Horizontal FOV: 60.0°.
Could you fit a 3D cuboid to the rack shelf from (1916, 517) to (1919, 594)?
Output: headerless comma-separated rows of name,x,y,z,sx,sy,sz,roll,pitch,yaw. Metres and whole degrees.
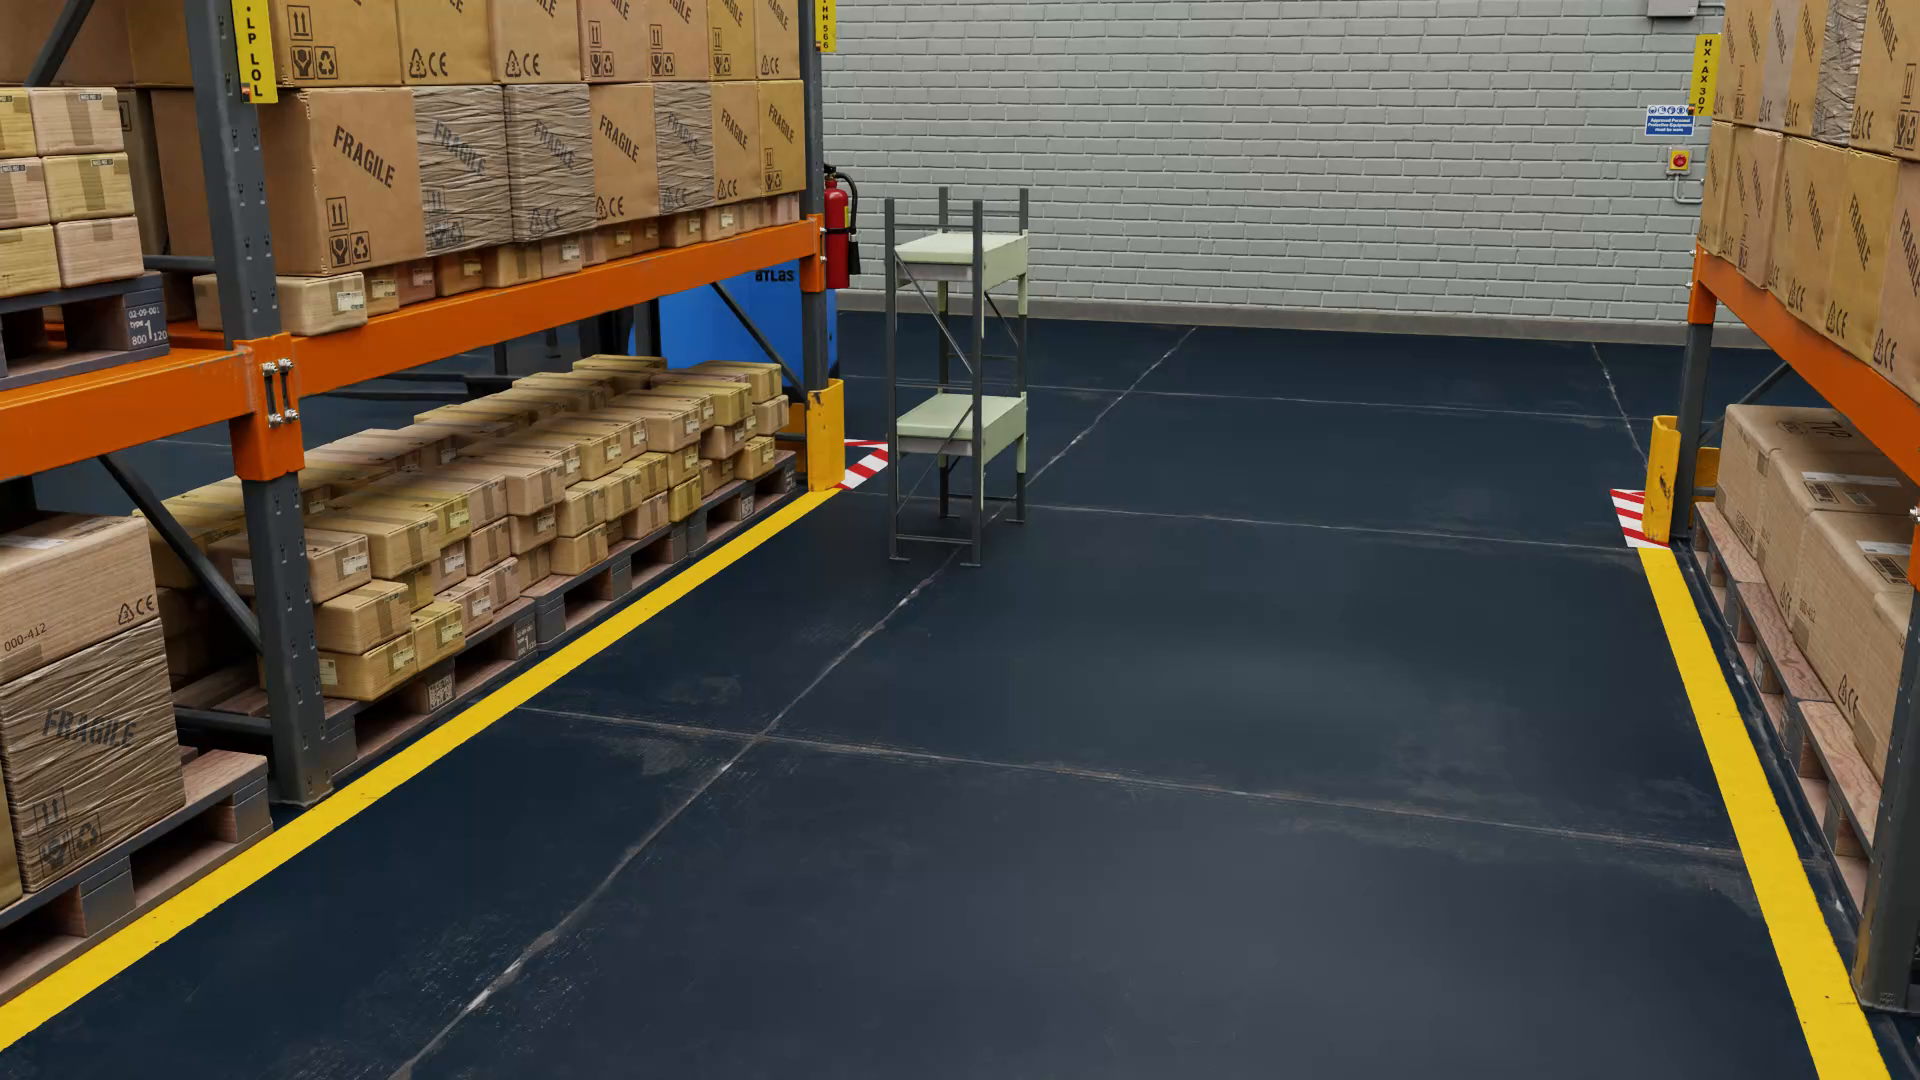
rack shelf,1.916,0.487,1.433,1.077,0.370,4.000,5,16,16

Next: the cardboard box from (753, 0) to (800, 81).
cardboard box,-1.045,-2.319,7.448,0.500,0.500,0.500,4,16,15

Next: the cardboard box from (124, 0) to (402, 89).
cardboard box,-1.928,-1.511,4.599,0.500,0.500,0.500,5,17,17

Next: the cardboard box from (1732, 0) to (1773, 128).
cardboard box,3.071,-1.719,5.876,0.500,0.500,0.500,4,16,14

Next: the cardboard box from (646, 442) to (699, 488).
cardboard box,-1.311,-0.327,6.894,0.380,0.149,0.250,5,17,17

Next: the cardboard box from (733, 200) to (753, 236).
cardboard box,-1.139,-1.429,7.331,0.380,0.149,0.250,4,16,15

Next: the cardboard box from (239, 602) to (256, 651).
cardboard box,-2.351,0.239,5.443,0.380,0.149,0.250,5,17,17

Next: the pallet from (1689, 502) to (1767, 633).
pallet,3.469,0.128,6.491,1.003,0.211,1.213,5,16,16

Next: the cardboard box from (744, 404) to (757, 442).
cardboard box,-1.156,-0.535,7.629,0.380,0.149,0.250,4,16,15

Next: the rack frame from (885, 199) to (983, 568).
rack frame,-0.106,-0.624,6.781,0.400,1.500,0.023,5,16,16

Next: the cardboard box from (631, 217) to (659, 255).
cardboard box,-1.426,-1.228,6.621,0.380,0.149,0.250,4,16,14

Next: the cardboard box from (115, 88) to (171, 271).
cardboard box,-2.424,-1.079,4.909,0.500,0.500,0.500,5,16,16

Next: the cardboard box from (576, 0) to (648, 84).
cardboard box,-1.476,-1.911,6.010,0.500,0.500,0.500,4,16,14

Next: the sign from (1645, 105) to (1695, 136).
sign,5.172,-3.055,12.109,0.327,0.218,0.001,5,16,16

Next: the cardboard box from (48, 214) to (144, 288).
cardboard box,-2.213,-0.701,3.996,0.380,0.149,0.250,4,16,15

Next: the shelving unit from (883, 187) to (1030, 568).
shelving unit,-0.002,-0.720,7.119,0.431,1.500,0.755,5,16,16

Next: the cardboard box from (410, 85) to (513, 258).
cardboard box,-1.774,-1.171,5.232,0.500,0.500,0.500,5,16,16

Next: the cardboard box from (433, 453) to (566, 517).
cardboard box,-1.631,-0.198,5.895,0.380,0.149,0.250,5,17,17

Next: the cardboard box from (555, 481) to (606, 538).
cardboard box,-1.547,-0.125,6.181,0.380,0.149,0.250,4,16,15

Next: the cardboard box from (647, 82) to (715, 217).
cardboard box,-1.321,-1.572,6.646,0.500,0.500,0.500,5,16,16

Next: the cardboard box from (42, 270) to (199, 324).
cardboard box,-2.434,-0.712,4.801,0.380,0.149,0.250,4,16,15

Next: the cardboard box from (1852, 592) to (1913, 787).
cardboard box,2.766,0.493,4.022,0.875,0.438,0.875,4,16,15

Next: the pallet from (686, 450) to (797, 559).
pallet,-1.440,-0.215,7.700,1.003,0.211,1.213,5,16,16

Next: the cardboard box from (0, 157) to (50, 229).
cardboard box,-2.288,-0.775,3.712,0.380,0.149,0.250,5,17,16

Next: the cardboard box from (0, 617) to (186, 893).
cardboard box,-2.259,0.474,3.972,0.500,0.500,0.500,4,16,15

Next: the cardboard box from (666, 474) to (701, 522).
cardboard box,-1.307,-0.188,6.950,0.380,0.149,0.250,4,16,13

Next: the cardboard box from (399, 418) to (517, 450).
cardboard box,-1.963,-0.373,6.512,0.380,0.149,0.250,5,16,16

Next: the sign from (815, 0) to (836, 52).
sign,-0.627,-2.447,7.758,0.100,0.325,0.005,5,16,16

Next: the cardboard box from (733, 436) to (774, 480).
cardboard box,-1.079,-0.388,7.653,0.380,0.149,0.250,5,17,18

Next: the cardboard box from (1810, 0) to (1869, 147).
cardboard box,2.641,-1.322,4.478,0.500,0.500,0.500,5,17,17

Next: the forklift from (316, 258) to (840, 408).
forklift,-2.261,-2.114,9.410,3.031,2.935,1.130,1,16,3

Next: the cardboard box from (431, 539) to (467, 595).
cardboard box,-1.860,0.077,5.470,0.380,0.149,0.250,5,16,16

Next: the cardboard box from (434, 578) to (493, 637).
cardboard box,-1.782,0.221,5.508,0.380,0.149,0.250,5,16,16

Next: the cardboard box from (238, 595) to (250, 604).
cardboard box,-2.441,0.108,5.361,0.380,0.149,0.250,4,16,13

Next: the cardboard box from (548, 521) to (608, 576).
cardboard box,-1.549,0.017,6.227,0.380,0.149,0.250,4,16,14

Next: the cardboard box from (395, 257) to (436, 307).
cardboard box,-1.868,-0.815,5.165,0.380,0.149,0.250,4,16,13

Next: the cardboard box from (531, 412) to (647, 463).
cardboard box,-1.478,-0.408,6.635,0.380,0.149,0.250,4,16,14

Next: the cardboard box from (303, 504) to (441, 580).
cardboard box,-1.859,0.002,5.189,0.380,0.149,0.250,5,17,19

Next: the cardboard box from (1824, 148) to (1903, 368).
cardboard box,2.512,-0.706,4.140,0.500,0.500,0.500,4,16,15

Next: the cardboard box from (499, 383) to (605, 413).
cardboard box,-1.777,-0.583,7.253,0.380,0.149,0.250,4,16,13

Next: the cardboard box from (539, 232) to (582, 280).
cardboard box,-1.568,-1.016,5.874,0.380,0.149,0.250,5,17,18

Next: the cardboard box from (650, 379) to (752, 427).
cardboard box,-1.139,-0.606,7.332,0.380,0.149,0.250,4,16,15

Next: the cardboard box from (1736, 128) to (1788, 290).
cardboard box,2.931,-1.107,5.553,0.500,0.500,0.500,5,16,16

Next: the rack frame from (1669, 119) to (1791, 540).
rack frame,3.621,-1.429,6.869,1.000,3.000,0.127,5,16,16

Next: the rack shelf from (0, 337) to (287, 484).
rack shelf,-2.859,0.130,2.693,1.077,0.370,4.000,5,16,16

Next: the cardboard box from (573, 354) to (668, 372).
cardboard box,-1.628,-0.792,7.989,0.380,0.149,0.250,4,16,13

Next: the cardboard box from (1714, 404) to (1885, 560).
cardboard box,3.529,-0.218,6.525,0.875,0.438,0.875,4,16,14

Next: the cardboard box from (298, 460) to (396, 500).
cardboard box,-2.192,-0.167,5.786,0.380,0.149,0.250,5,17,18

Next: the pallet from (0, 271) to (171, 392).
pallet,-2.647,-0.459,3.801,1.003,0.211,1.213,5,16,16

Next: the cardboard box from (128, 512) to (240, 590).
cardboard box,-2.439,0.030,5.090,0.380,0.149,0.250,5,17,17
